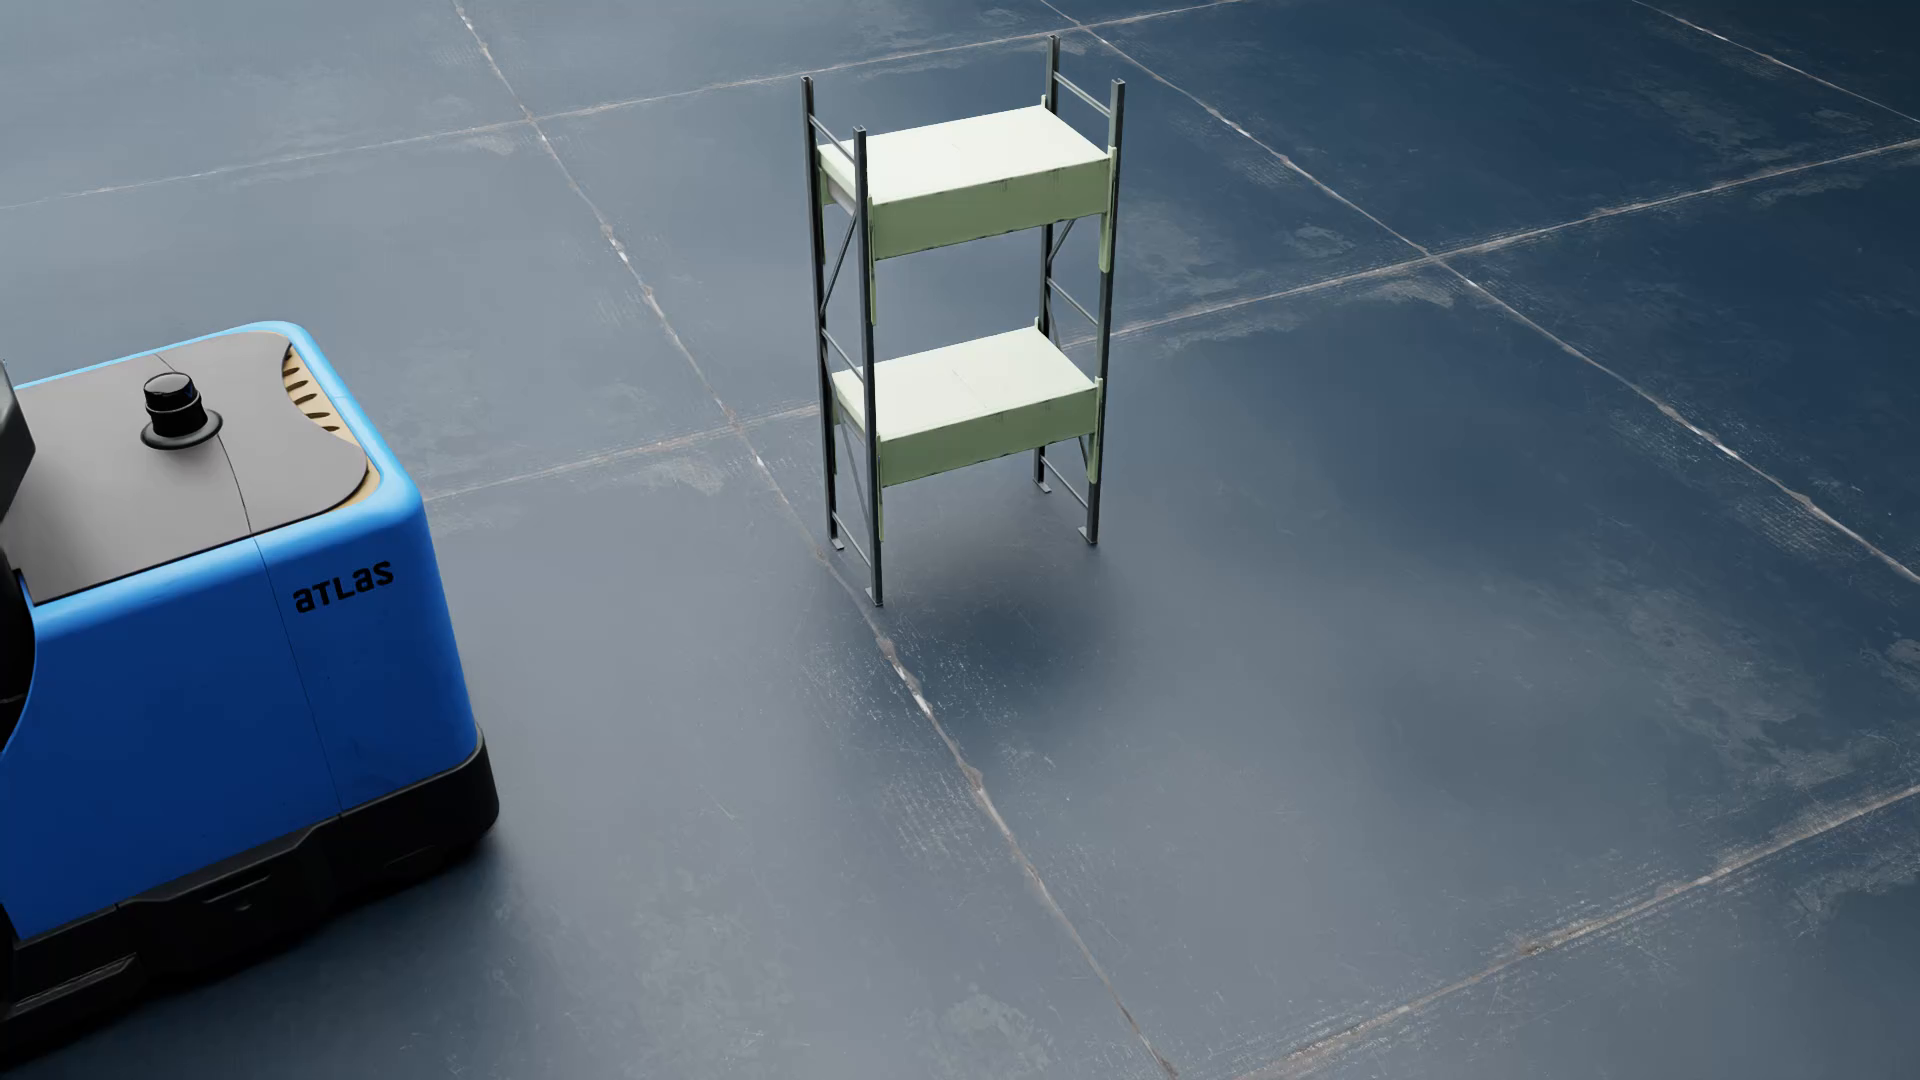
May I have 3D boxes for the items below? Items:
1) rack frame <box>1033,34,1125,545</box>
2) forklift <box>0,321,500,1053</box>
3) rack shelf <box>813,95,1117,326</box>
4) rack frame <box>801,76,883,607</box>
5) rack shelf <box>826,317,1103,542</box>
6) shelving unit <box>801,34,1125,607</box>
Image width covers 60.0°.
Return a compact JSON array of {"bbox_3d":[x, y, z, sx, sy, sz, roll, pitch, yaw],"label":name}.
[{"bbox_3d":[0.337,-0.697,4.930,0.023,1.500,0.400,-16,39,-20],"label":"rack frame"},{"bbox_3d":[-2.675,-0.170,3.019,3.031,2.935,1.130,-22,42,-26],"label":"forklift"},{"bbox_3d":[0.006,-0.918,4.573,0.720,0.370,0.431,-16,39,-20],"label":"rack shelf"},{"bbox_3d":[-0.325,-0.511,4.681,0.023,1.500,0.400,-16,39,-20],"label":"rack frame"},{"bbox_3d":[0.006,-0.342,5.000,0.720,0.370,0.431,-16,39,-20],"label":"rack shelf"},{"bbox_3d":[0.006,-0.604,4.805,0.755,1.500,0.431,-16,39,-20],"label":"shelving unit"}]
